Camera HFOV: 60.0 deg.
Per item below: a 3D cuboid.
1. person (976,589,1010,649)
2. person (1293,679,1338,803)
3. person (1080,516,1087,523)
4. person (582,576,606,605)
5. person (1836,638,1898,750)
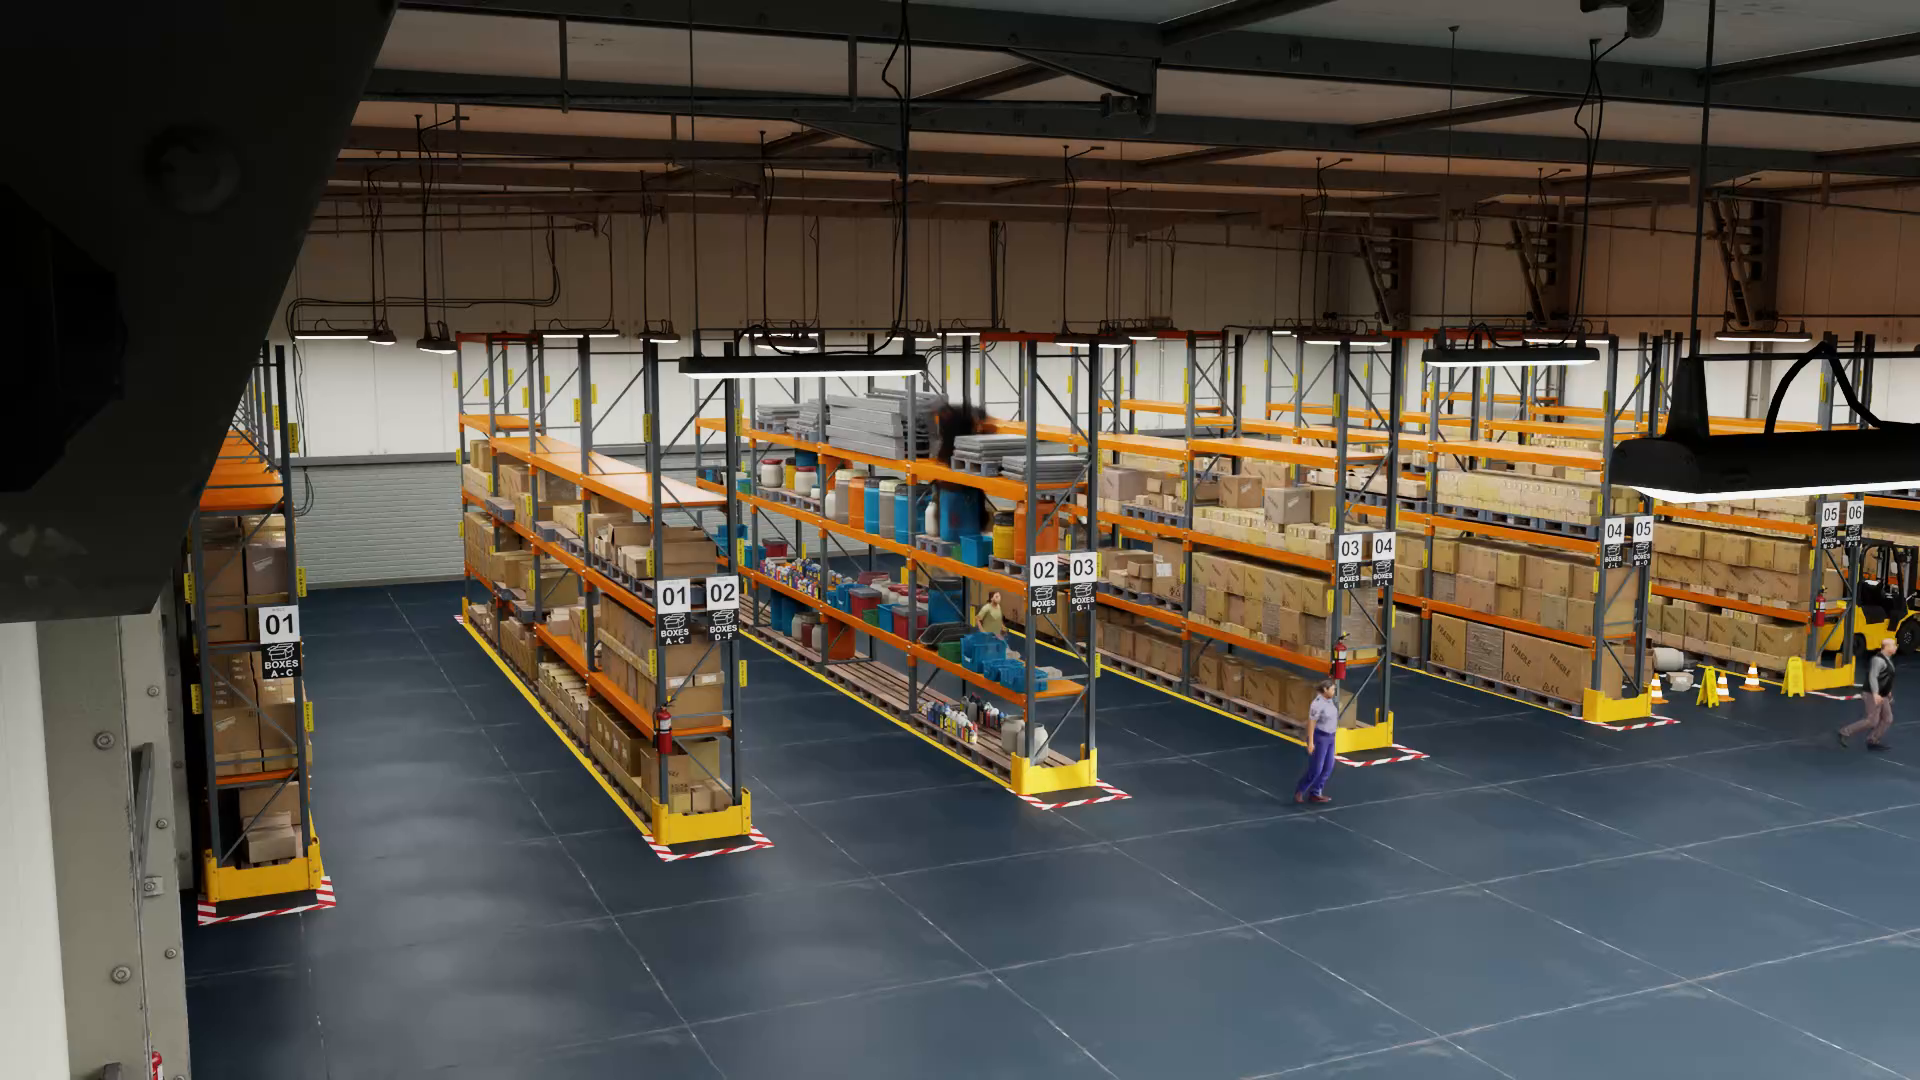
[{"bbox_3d":[0.533,1.600,28.455,0.679,1.538,0.572,7,11,44],"label":"person"},{"bbox_3d":[4.632,2.621,21.639,0.480,1.631,0.623,6,10,36],"label":"person"},{"bbox_3d":[3.273,-0.097,41.898,0.554,1.610,0.723,4,9,26],"label":"person"},{"bbox_3d":[-7.613,0.882,34.443,0.596,1.709,0.737,-6,10,-39],"label":"person"},{"bbox_3d":[13.272,2.241,24.314,0.662,1.664,0.759,6,10,38],"label":"person"}]
